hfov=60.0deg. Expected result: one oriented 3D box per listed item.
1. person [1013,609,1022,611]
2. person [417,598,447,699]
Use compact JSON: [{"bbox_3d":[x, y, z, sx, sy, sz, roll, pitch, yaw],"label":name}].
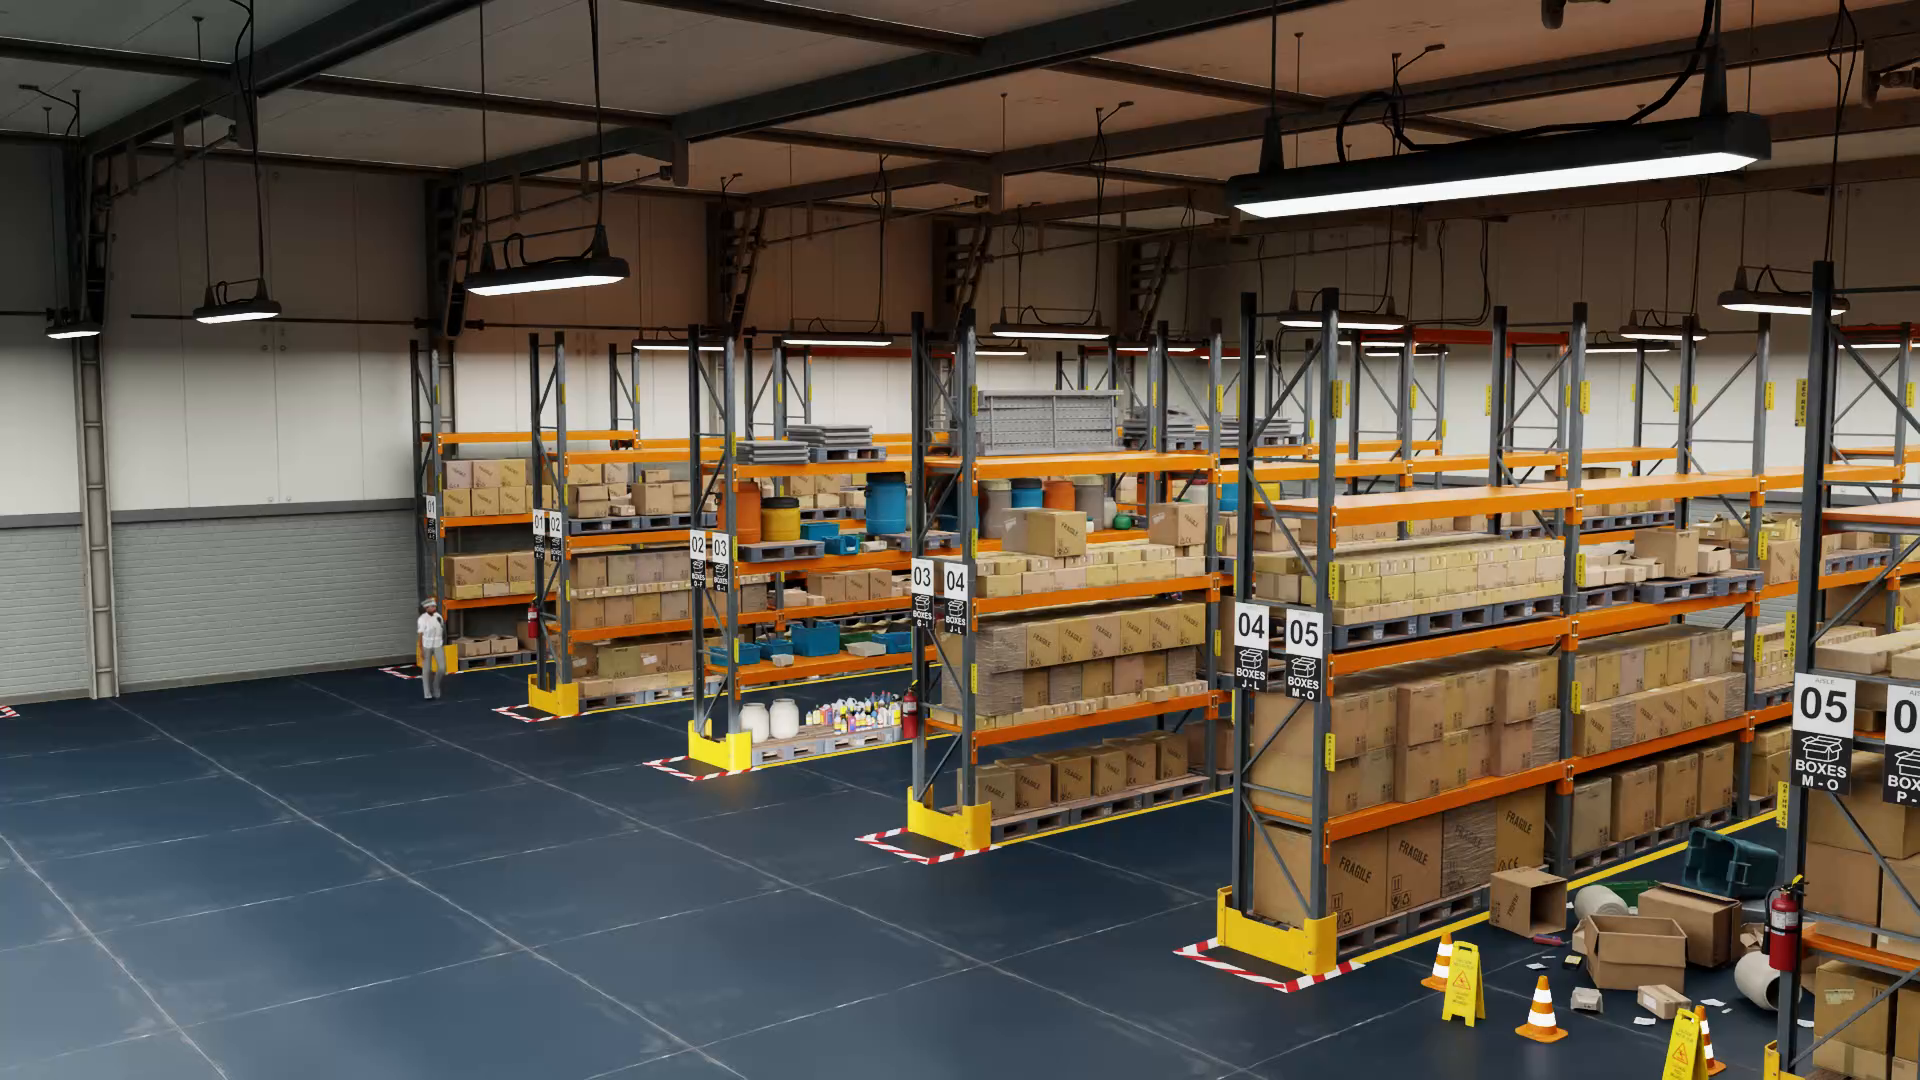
[{"bbox_3d":[1.106,1.498,30.664,1.008,1.569,0.488,-5,7,-41],"label":"person"},{"bbox_3d":[-8.700,1.775,27.372,0.444,1.673,0.491,-3,6,-29],"label":"person"}]
